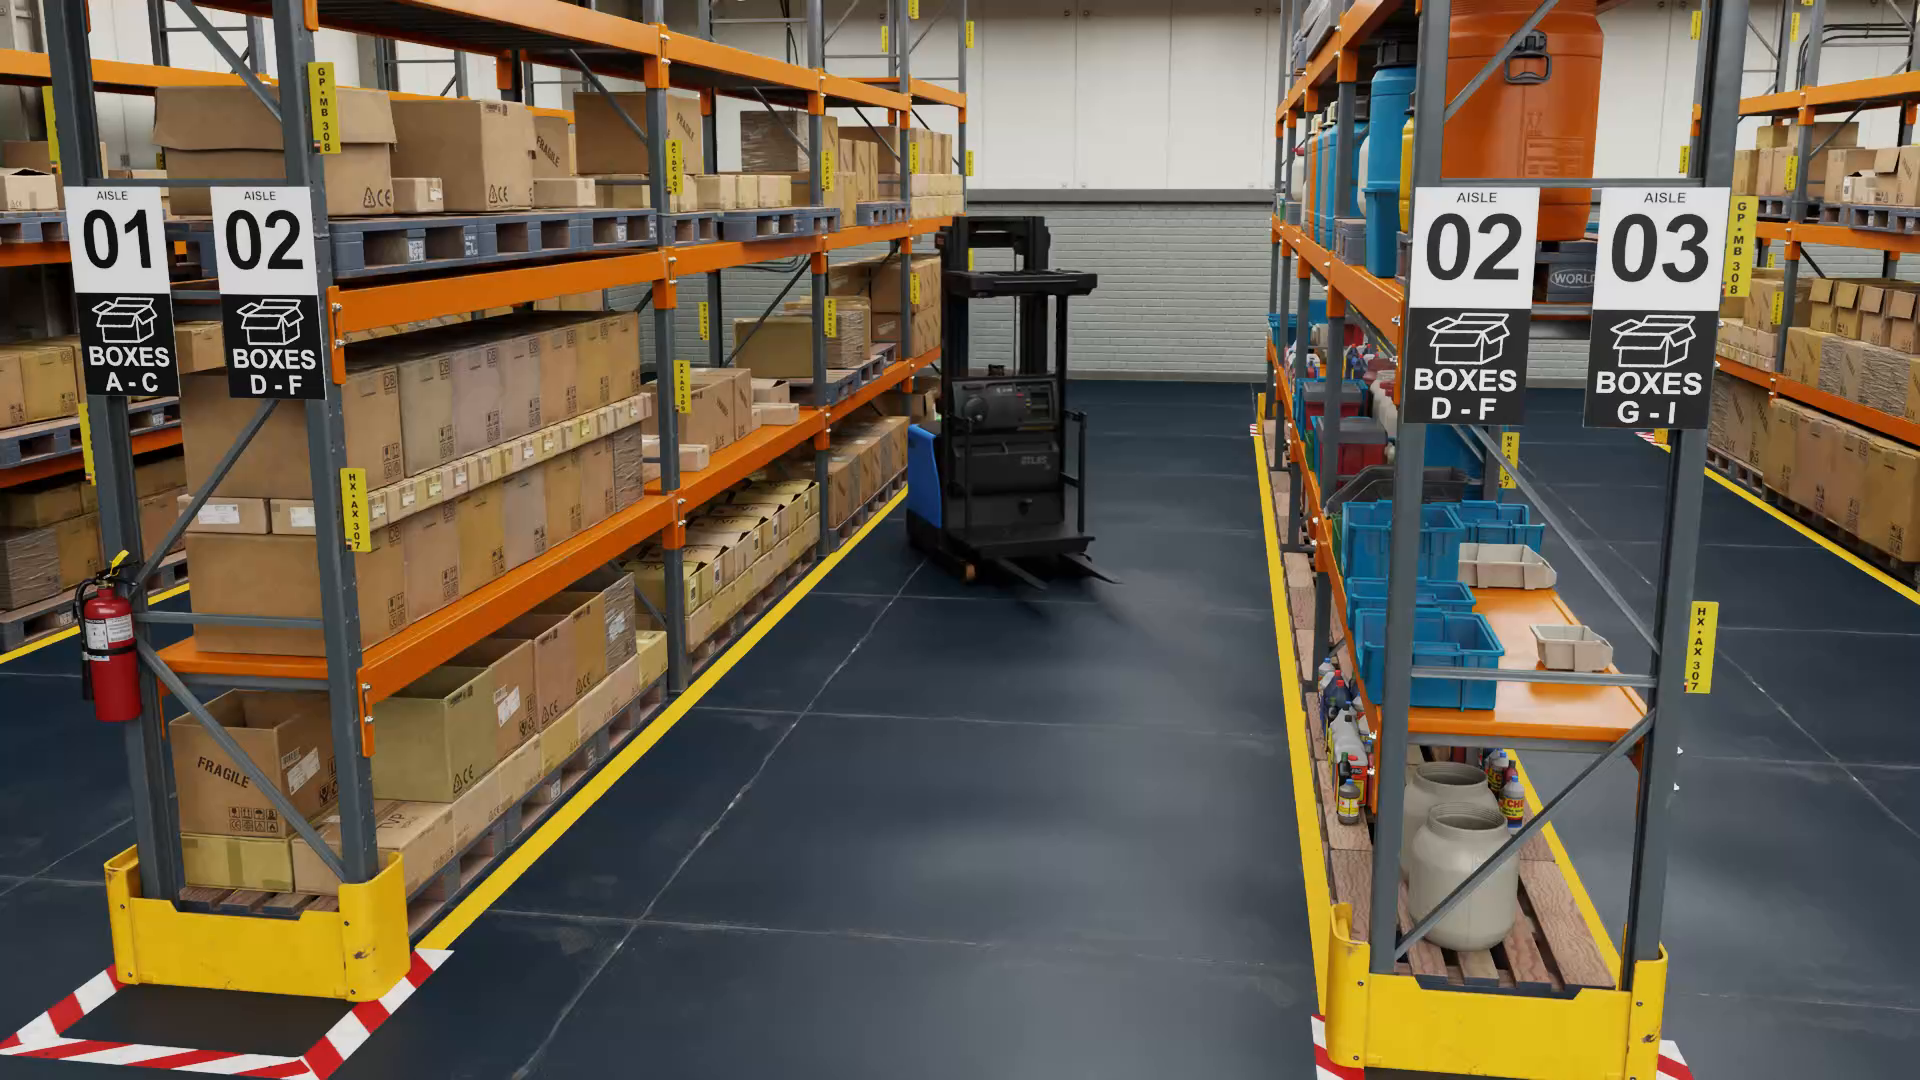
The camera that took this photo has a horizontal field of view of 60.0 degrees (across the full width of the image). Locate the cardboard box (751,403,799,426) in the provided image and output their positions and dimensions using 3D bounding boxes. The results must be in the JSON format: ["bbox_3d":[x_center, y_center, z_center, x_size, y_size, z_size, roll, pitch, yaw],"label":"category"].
[{"bbox_3d":[-1.518,-1.020,13.457,0.380,0.149,0.250,2,12,9],"label":"cardboard box"}]

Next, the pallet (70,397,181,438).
[{"bbox_3d":[-6.812,-0.991,13.184,1.003,0.211,1.213,2,12,9],"label":"pallet"}]

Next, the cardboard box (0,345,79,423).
[{"bbox_3d":[-6.958,-1.150,12.187,0.700,0.500,0.500,3,13,14],"label":"cardboard box"}]

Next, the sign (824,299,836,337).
[{"bbox_3d":[-1.103,-1.887,14.139,0.100,0.325,0.005,2,12,9],"label":"sign"}]

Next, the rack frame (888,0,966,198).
[{"bbox_3d":[-0.422,-5.937,21.436,1.000,3.000,0.127,2,12,9],"label":"rack frame"}]

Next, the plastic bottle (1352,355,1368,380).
[{"bbox_3d":[3.698,-1.531,15.353,0.144,0.351,0.185,2,12,9],"label":"plastic bottle"}]

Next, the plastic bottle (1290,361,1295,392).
[{"bbox_3d":[3.107,-1.522,15.471,0.061,0.283,0.133,2,12,9],"label":"plastic bottle"}]

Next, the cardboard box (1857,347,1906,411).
[{"bbox_3d":[8.126,-1.388,14.334,0.500,0.500,0.500,1,12,7],"label":"cardboard box"}]

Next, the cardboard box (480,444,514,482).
[{"bbox_3d":[-2.413,-0.382,8.126,0.380,0.149,0.250,2,12,8],"label":"cardboard box"}]

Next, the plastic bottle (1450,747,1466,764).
[{"bbox_3d":[2.599,1.049,8.665,0.061,0.283,0.133,2,12,9],"label":"plastic bottle"}]

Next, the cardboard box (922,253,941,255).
[{"bbox_3d":[-0.219,-3.440,21.481,0.500,0.500,0.500,2,12,8],"label":"cardboard box"}]

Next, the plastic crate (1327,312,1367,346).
[{"bbox_3d":[4.242,-2.248,18.268,0.402,0.464,0.583,2,12,9],"label":"plastic crate"}]

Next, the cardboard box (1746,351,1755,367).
[{"bbox_3d":[8.553,-1.908,17.579,0.380,0.149,0.250,2,12,8],"label":"cardboard box"}]

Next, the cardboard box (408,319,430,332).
[{"bbox_3d":[-5.909,-2.220,17.440,0.500,0.500,0.500,2,12,9],"label":"cardboard box"}]

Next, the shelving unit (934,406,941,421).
[{"bbox_3d":[-0.075,-0.690,15.603,0.258,1.200,0.503,2,12,10],"label":"shelving unit"}]

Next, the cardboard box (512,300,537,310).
[{"bbox_3d":[-5.715,-2.742,20.140,0.980,0.700,0.700,2,12,7],"label":"cardboard box"}]

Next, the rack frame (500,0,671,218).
[{"bbox_3d":[-2.267,-3.439,9.845,1.000,3.000,0.127,2,12,9],"label":"rack frame"}]

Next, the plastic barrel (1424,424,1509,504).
[{"bbox_3d":[2.985,-0.660,10.004,0.600,0.901,0.708,2,12,9],"label":"plastic barrel"}]

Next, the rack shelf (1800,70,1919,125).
[{"bbox_3d":[8.443,-3.819,14.266,1.077,0.370,4.000,2,12,9],"label":"rack shelf"}]

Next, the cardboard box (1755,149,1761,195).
[{"bbox_3d":[9.120,-4.000,18.098,0.700,0.500,0.500,2,12,11],"label":"cardboard box"}]

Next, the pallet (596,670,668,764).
[{"bbox_3d":[-2.431,1.021,10.009,1.003,0.211,1.213,2,12,9],"label":"pallet"}]

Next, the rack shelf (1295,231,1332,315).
[{"bbox_3d":[2.934,-1.876,11.421,1.077,0.370,4.000,2,12,9],"label":"rack shelf"}]

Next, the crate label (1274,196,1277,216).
[{"bbox_3d":[4.011,-4.055,20.177,0.408,0.251,0.502,2,12,9],"label":"crate label"}]

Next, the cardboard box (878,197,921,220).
[{"bbox_3d":[-0.718,-3.657,18.337,0.500,0.250,0.500,2,12,9],"label":"cardboard box"}]

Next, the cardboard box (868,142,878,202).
[{"bbox_3d":[-1.187,-3.838,17.348,0.600,0.600,0.600,1,12,3],"label":"cardboard box"}]

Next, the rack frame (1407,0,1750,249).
[{"bbox_3d":[2.011,-2.445,5.233,1.000,3.000,0.127,2,12,9],"label":"rack frame"}]

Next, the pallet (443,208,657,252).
[{"bbox_3d":[-2.373,-1.751,9.343,1.003,0.211,1.213,2,12,9],"label":"pallet"}]

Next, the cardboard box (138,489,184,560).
[{"bbox_3d":[-6.849,-0.132,13.632,0.700,0.500,0.500,2,12,8],"label":"cardboard box"}]

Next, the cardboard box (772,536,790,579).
[{"bbox_3d":[-1.648,0.130,13.058,0.500,0.250,0.500,2,12,10],"label":"cardboard box"}]

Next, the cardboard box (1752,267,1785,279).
[{"bbox_3d":[9.551,-3.011,19.971,0.500,0.500,0.500,2,12,9],"label":"cardboard box"}]

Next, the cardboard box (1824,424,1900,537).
[{"bbox_3d":[8.407,-0.512,14.551,1.225,0.875,0.875,2,12,9],"label":"cardboard box"}]

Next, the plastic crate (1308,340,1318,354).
[{"bbox_3d":[3.764,-2.146,18.601,0.437,0.125,0.590,2,12,9],"label":"plastic crate"}]

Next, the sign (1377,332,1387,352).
[{"bbox_3d":[4.400,-2.127,17.343,0.100,0.325,0.005,2,12,9],"label":"sign"}]

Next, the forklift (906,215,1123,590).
[{"bbox_3d":[0.452,-1.172,13.733,1.130,2.935,3.031,-4,13,-18],"label":"forklift"}]

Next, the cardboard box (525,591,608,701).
[{"bbox_3d":[-2.284,0.578,9.198,0.500,0.500,0.500,2,12,9],"label":"cardboard box"}]

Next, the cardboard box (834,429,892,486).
[{"bbox_3d":[-0.992,-0.845,16.941,0.500,0.500,0.500,2,12,9],"label":"cardboard box"}]

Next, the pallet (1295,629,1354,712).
[{"bbox_3d":[2.709,0.854,10.787,1.003,0.211,1.213,2,12,9],"label":"pallet"}]

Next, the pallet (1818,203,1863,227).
[{"bbox_3d":[8.659,-3.030,15.523,0.805,0.209,1.217,1,12,6],"label":"pallet"}]

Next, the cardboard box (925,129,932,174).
[{"bbox_3d":[-0.712,-4.481,19.194,0.700,0.500,0.500,2,12,9],"label":"cardboard box"}]

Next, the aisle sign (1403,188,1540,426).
[{"bbox_3d":[1.707,-0.777,5.567,0.394,0.787,0.004,2,12,9],"label":"aisle sign"}]

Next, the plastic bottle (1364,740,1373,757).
[{"bbox_3d":[2.095,1.124,8.512,0.097,0.201,0.097,0,12,0],"label":"plastic bottle"}]

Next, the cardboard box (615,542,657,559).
[{"bbox_3d":[-2.415,0.157,11.601,0.500,0.311,0.500,2,12,10],"label":"cardboard box"}]

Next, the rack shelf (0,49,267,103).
[{"bbox_3d":[-6.855,-3.467,12.636,1.077,0.370,4.000,2,12,9],"label":"rack shelf"}]

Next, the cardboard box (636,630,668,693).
[{"bbox_3d":[-2.123,0.737,10.242,0.500,0.250,0.500,2,12,9],"label":"cardboard box"}]

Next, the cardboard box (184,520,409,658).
[{"bbox_3d":[-2.798,0.181,7.052,0.700,0.500,0.500,2,12,9],"label":"cardboard box"}]

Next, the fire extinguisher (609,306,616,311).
[{"bbox_3d":[-4.838,-2.960,22.933,0.296,0.674,0.183,2,12,9],"label":"fire extinguisher"}]

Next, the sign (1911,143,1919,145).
[{"bbox_3d":[9.289,-3.707,16.236,0.100,0.325,0.005,2,12,9],"label":"sign"}]

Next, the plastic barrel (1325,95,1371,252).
[{"bbox_3d":[2.490,-2.169,9.884,0.600,0.901,0.708,2,12,9],"label":"plastic barrel"}]

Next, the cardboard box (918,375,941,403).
[{"bbox_3d":[-0.262,-1.876,21.723,0.500,0.500,0.500,2,12,9],"label":"cardboard box"}]

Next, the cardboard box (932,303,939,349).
[{"bbox_3d":[-0.535,-2.528,19.623,0.500,0.500,0.500,2,12,8],"label":"cardboard box"}]

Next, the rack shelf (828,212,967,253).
[{"bbox_3d":[-0.729,-3.702,19.896,1.077,0.370,4.000,2,12,9],"label":"rack shelf"}]

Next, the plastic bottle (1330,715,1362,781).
[{"bbox_3d":[1.969,1.056,8.472,0.144,0.351,0.185,2,12,11],"label":"plastic bottle"}]

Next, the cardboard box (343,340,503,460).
[{"bbox_3d":[-2.638,-0.679,7.962,0.700,0.500,0.500,2,12,9],"label":"cardboard box"}]

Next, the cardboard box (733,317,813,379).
[{"bbox_3d":[-1.667,-1.727,14.911,0.700,0.500,0.500,-2,12,-10],"label":"cardboard box"}]

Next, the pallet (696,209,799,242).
[{"bbox_3d":[-1.837,-2.336,12.295,1.003,0.211,1.213,2,12,11],"label":"pallet"}]

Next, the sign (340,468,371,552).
[{"bbox_3d":[-2.335,-0.116,6.425,0.100,0.325,0.005,2,12,9],"label":"sign"}]
